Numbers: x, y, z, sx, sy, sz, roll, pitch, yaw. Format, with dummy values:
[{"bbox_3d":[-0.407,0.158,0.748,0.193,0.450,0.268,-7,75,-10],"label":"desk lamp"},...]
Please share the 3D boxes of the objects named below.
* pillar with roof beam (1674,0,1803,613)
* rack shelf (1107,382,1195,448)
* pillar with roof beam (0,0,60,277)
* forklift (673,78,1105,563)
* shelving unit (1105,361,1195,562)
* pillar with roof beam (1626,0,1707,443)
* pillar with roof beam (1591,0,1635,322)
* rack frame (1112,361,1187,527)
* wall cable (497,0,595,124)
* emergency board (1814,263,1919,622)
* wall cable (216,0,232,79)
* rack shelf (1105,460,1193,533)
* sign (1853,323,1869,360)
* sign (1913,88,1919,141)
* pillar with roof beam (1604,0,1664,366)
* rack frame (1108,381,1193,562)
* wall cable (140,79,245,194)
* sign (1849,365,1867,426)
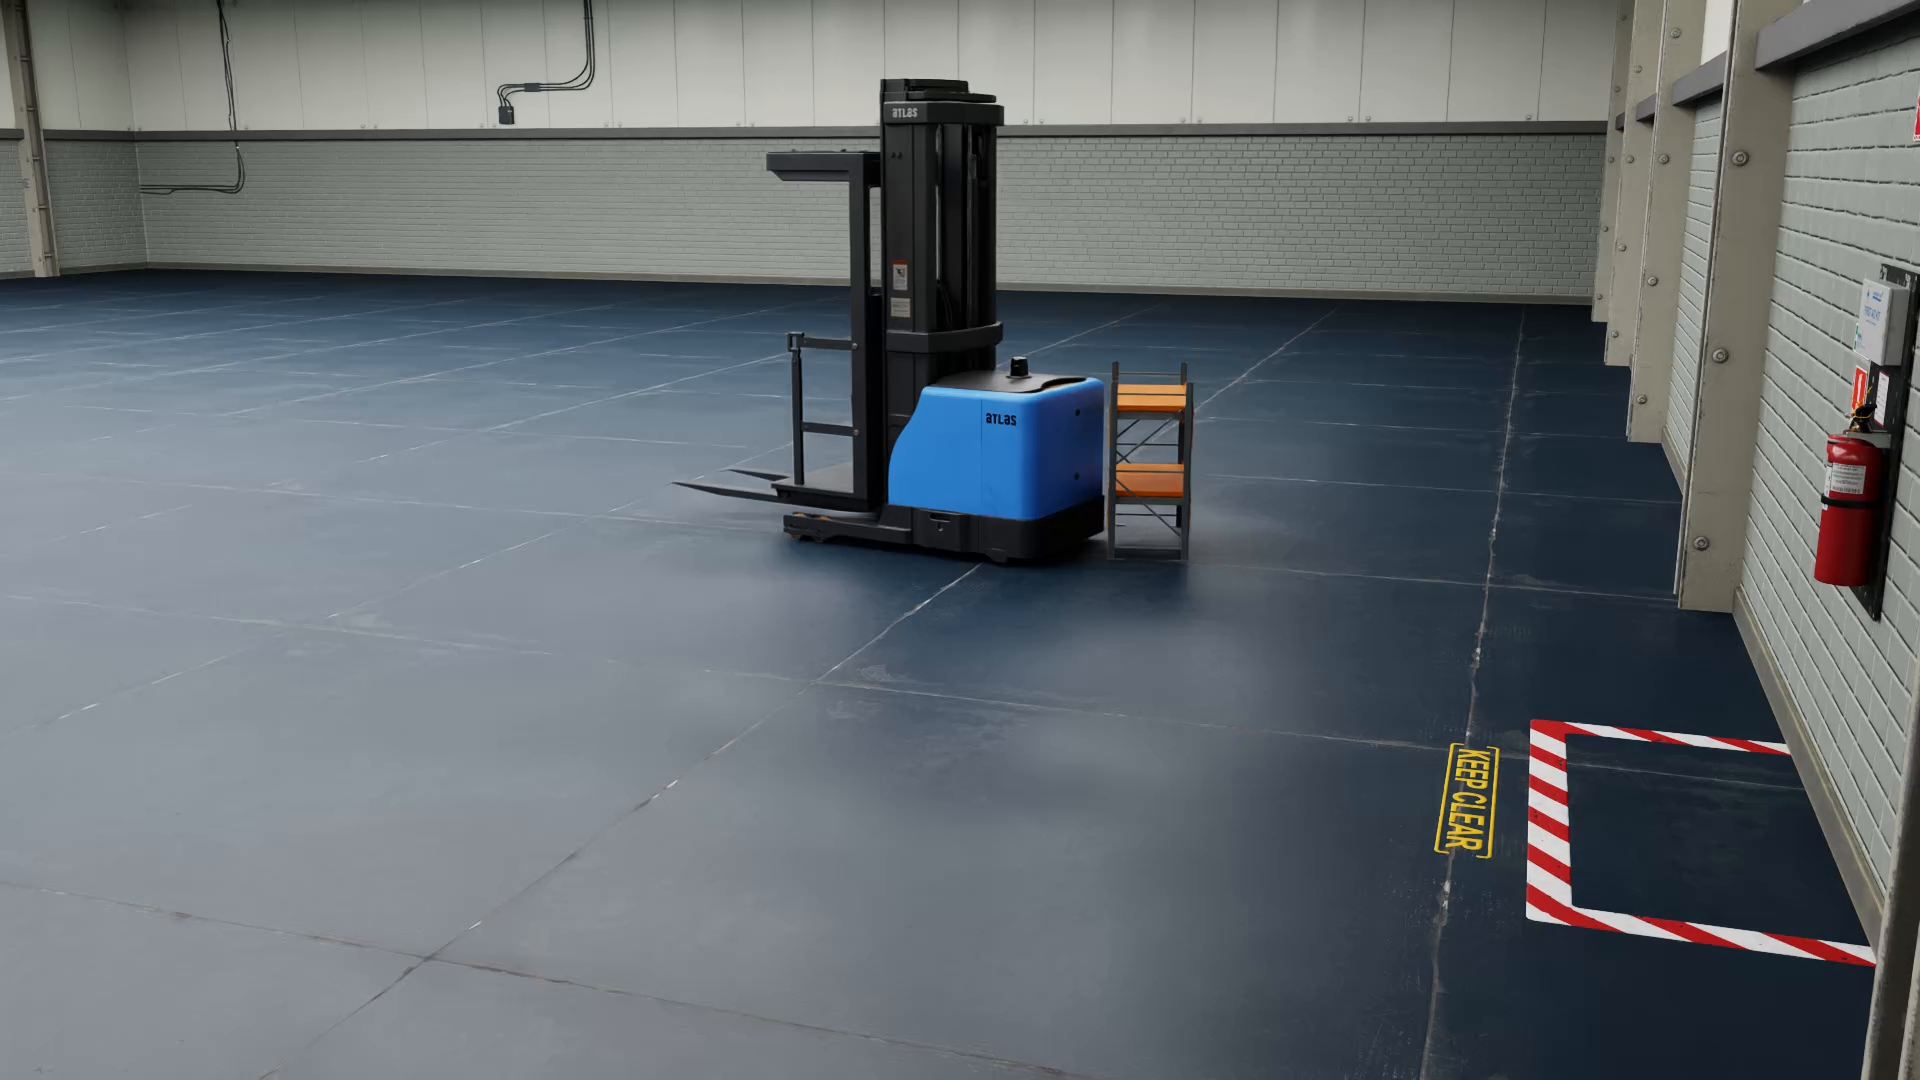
[{"bbox_3d":[0.158,-4.343,9.795,9.100,9.000,0.400,4,14,18],"label":"pillar with roof beam"},{"bbox_3d":[1.225,-0.819,10.731,0.538,0.278,1.000,1,13,5],"label":"rack shelf"},{"bbox_3d":[-15.676,-9.781,33.620,9.100,9.000,0.400,4,14,18],"label":"pillar with roof beam"},{"bbox_3d":[-0.576,-1.509,11.013,3.031,2.935,1.130,8,15,31],"label":"forklift"},{"bbox_3d":[1.225,-0.533,10.797,0.538,1.125,1.048,1,13,5],"label":"shelving unit"},{"bbox_3d":[2.100,-5.607,15.330,9.100,9.000,0.400,4,14,18],"label":"pillar with roof beam"},{"bbox_3d":[5.982,-8.133,26.400,9.100,9.000,0.400,4,14,18],"label":"pillar with roof beam"},{"bbox_3d":[1.274,-0.646,11.290,0.500,1.125,0.032,1,13,5],"label":"rack frame"},{"bbox_3d":[-8.568,-11.588,33.891,2.305,6.003,0.169,4,14,18],"label":"wall cable"},{"bbox_3d":[3.126,-0.363,5.837,0.194,1.169,0.643,4,14,18],"label":"emergency board"},{"bbox_3d":[-14.986,-11.370,36.209,3.097,2.526,0.112,4,14,18],"label":"wall cable"},{"bbox_3d":[1.225,-0.295,10.851,0.538,0.278,1.000,1,13,5],"label":"rack shelf"},{"bbox_3d":[3.393,-0.747,6.250,0.001,0.109,0.331,4,14,18],"label":"sign"},{"bbox_3d":[3.223,-1.488,5.555,0.001,0.298,0.199,4,14,18],"label":"sign"},{"bbox_3d":[4.041,-6.870,20.865,9.100,9.000,0.400,4,14,18],"label":"pillar with roof beam"},{"bbox_3d":[1.176,-0.421,10.303,0.500,1.125,0.032,1,13,5],"label":"rack frame"},{"bbox_3d":[-17.545,-9.103,37.624,3.097,2.526,0.112,4,14,18],"label":"wall cable"},{"bbox_3d":[3.403,-0.489,6.311,0.001,0.329,0.234,4,14,18],"label":"sign"}]
